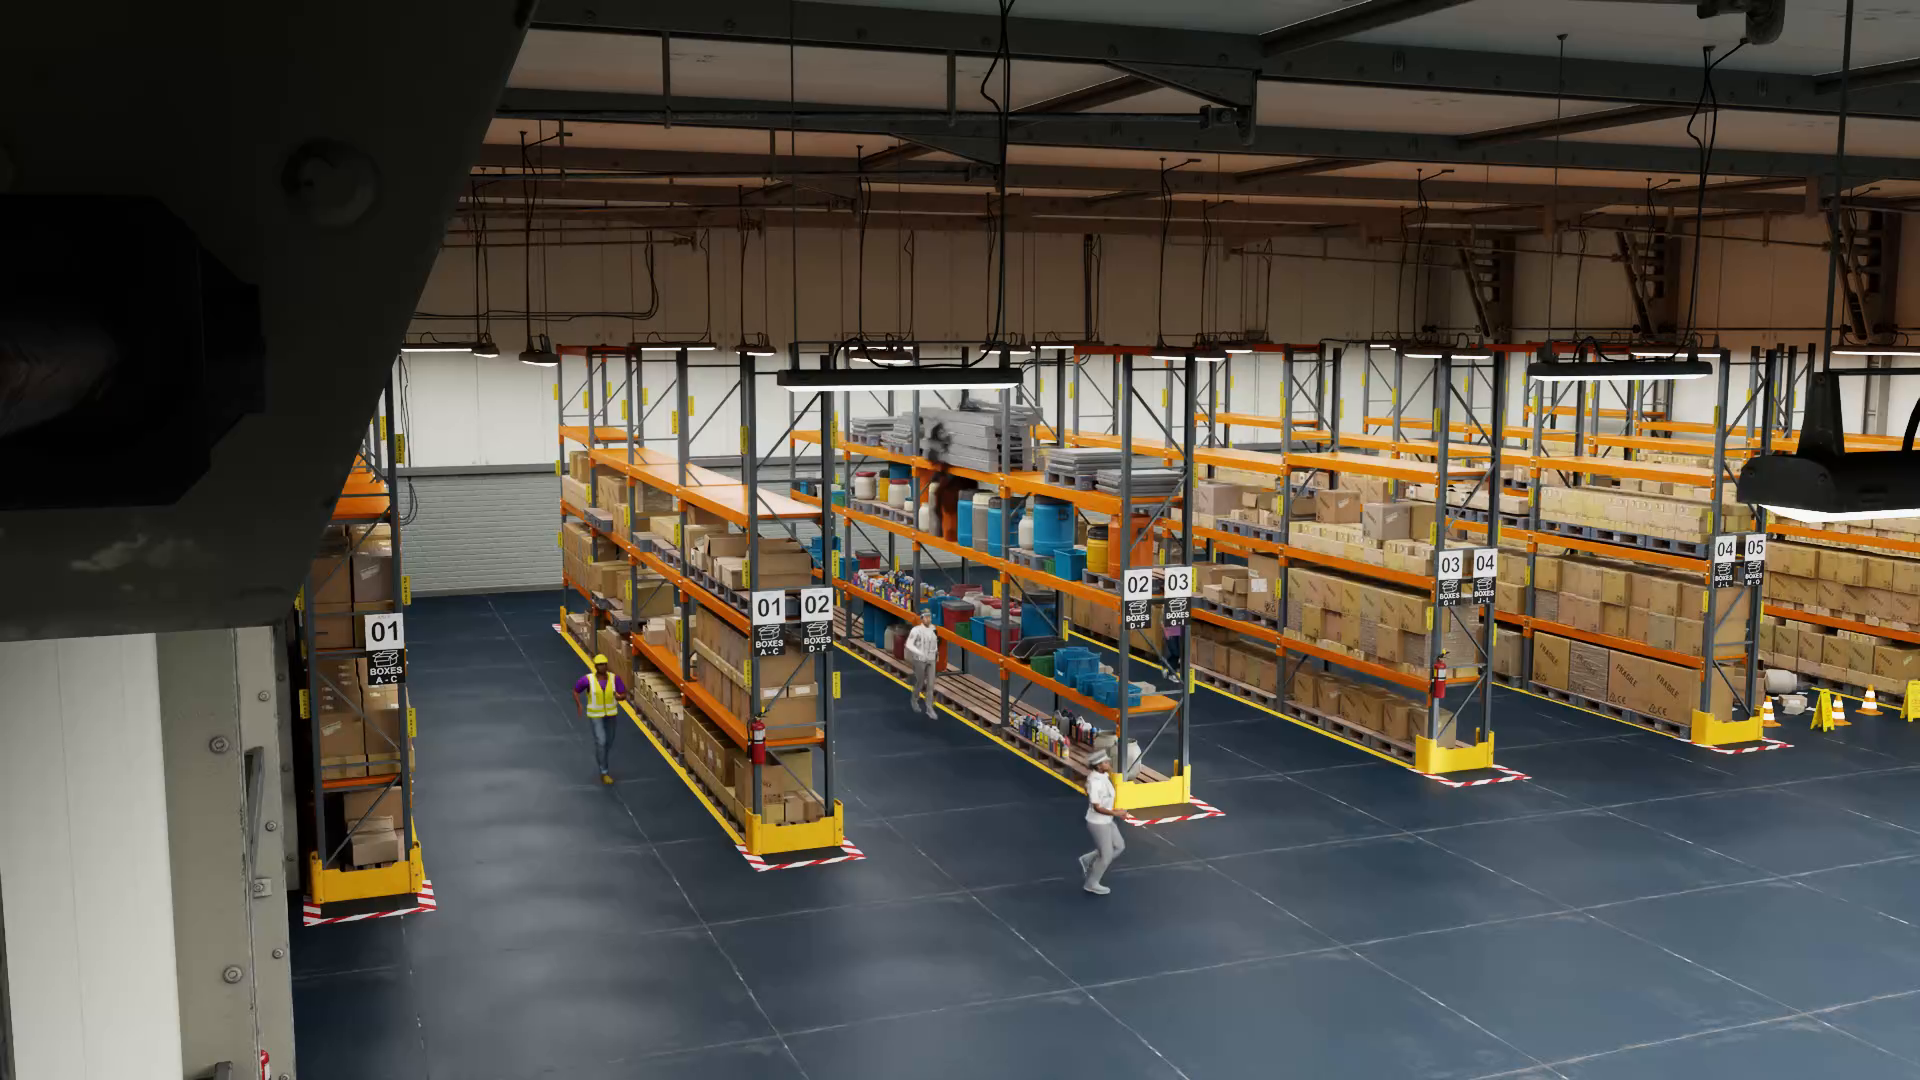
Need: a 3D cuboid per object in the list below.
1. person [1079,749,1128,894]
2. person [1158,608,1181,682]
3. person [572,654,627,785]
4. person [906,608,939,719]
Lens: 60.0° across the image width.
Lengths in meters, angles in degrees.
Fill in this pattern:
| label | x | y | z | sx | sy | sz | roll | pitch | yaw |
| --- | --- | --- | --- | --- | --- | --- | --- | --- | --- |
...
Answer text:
| label | x | y | z | sx | sy | sz | roll | pitch | yaw |
| --- | --- | --- | --- | --- | --- | --- | --- | --- | --- |
| person | 1.611 | 3.152 | 18.682 | 0.555 | 1.661 | 0.570 | 1 | 7 | 10 |
| person | 3.691 | 1.646 | 28.557 | 0.534 | 1.580 | 0.460 | -3 | 8 | -24 |
| person | -5.017 | 2.470 | 23.343 | 0.700 | 1.752 | 0.989 | -4 | 8 | -30 |
| person | -0.547 | 1.906 | 26.052 | 0.620 | 1.712 | 0.743 | -3 | 8 | -26 |
